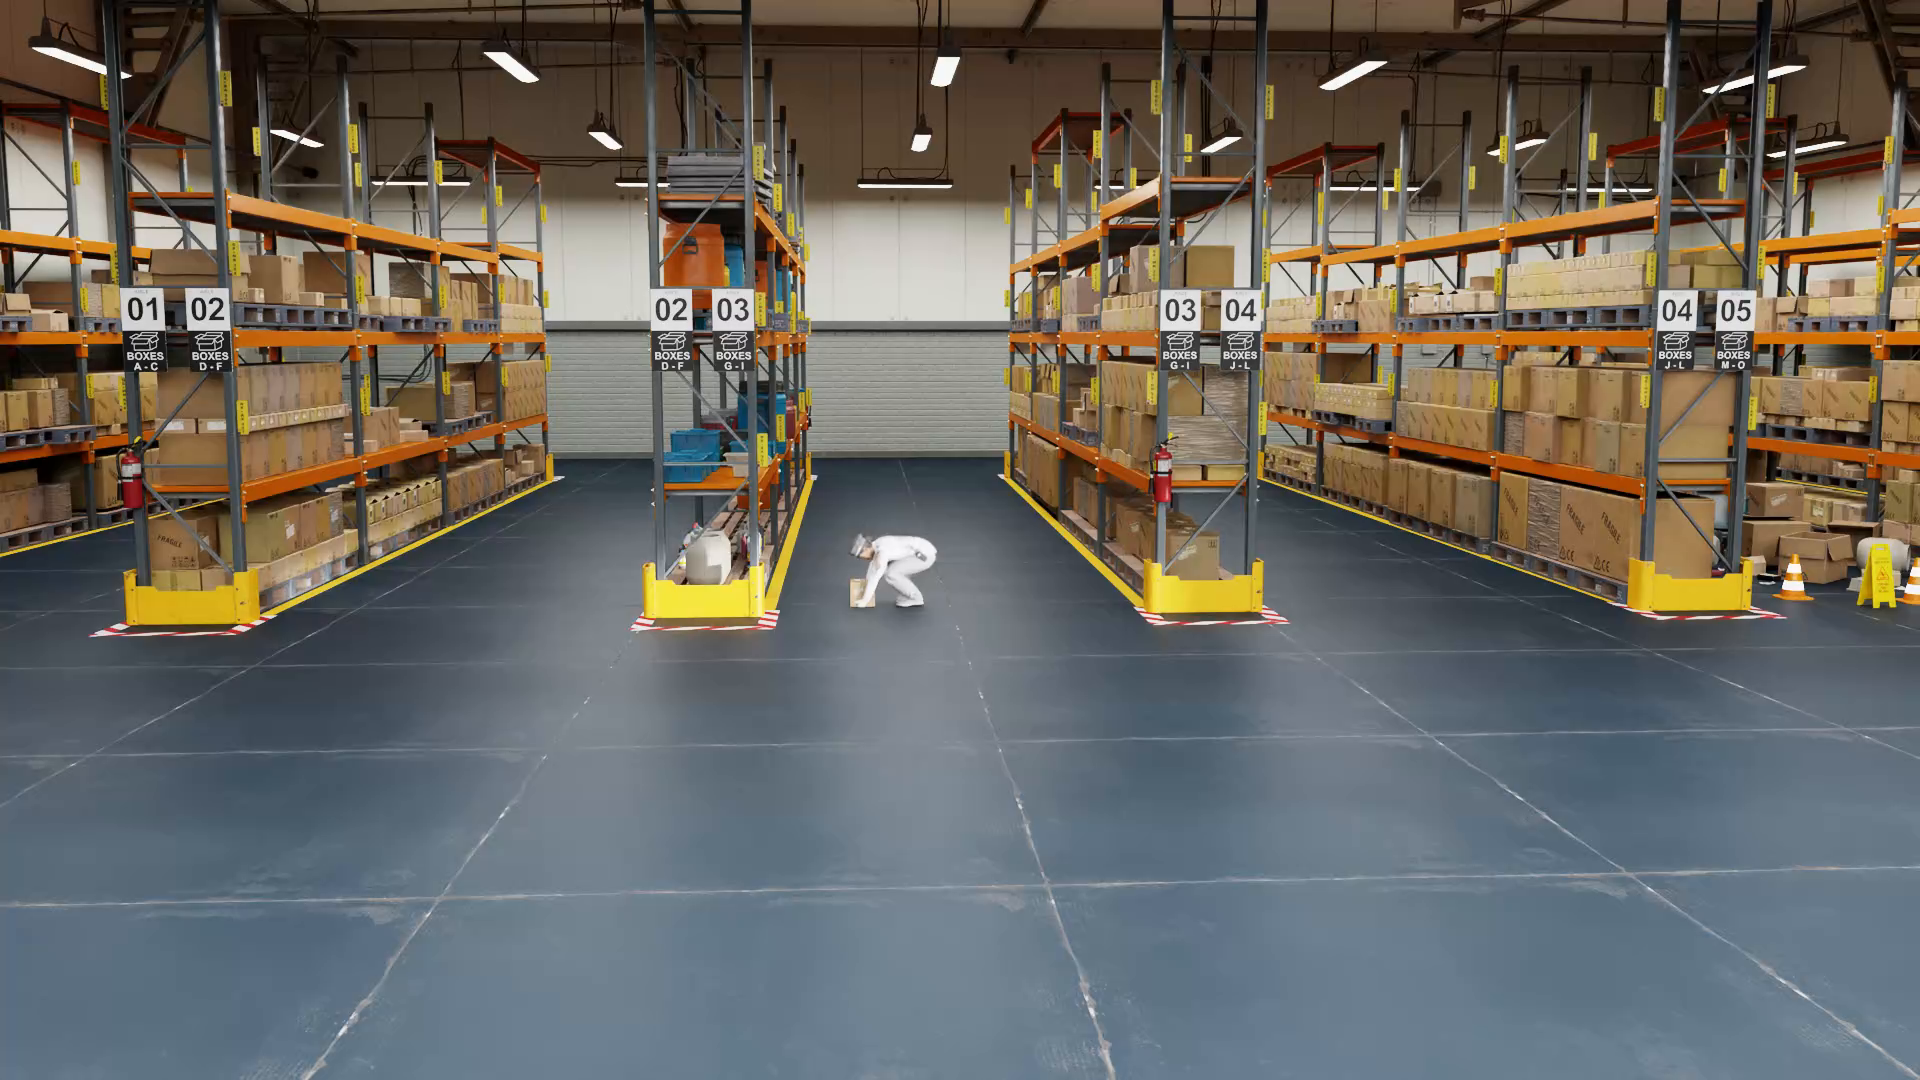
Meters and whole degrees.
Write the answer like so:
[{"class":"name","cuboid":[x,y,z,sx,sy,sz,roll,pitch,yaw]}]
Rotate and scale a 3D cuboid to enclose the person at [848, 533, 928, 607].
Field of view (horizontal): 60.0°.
[{"class":"person","cuboid":[-0.747,0.306,17.091,0.812,0.763,0.415,-1,7,-5]}]
